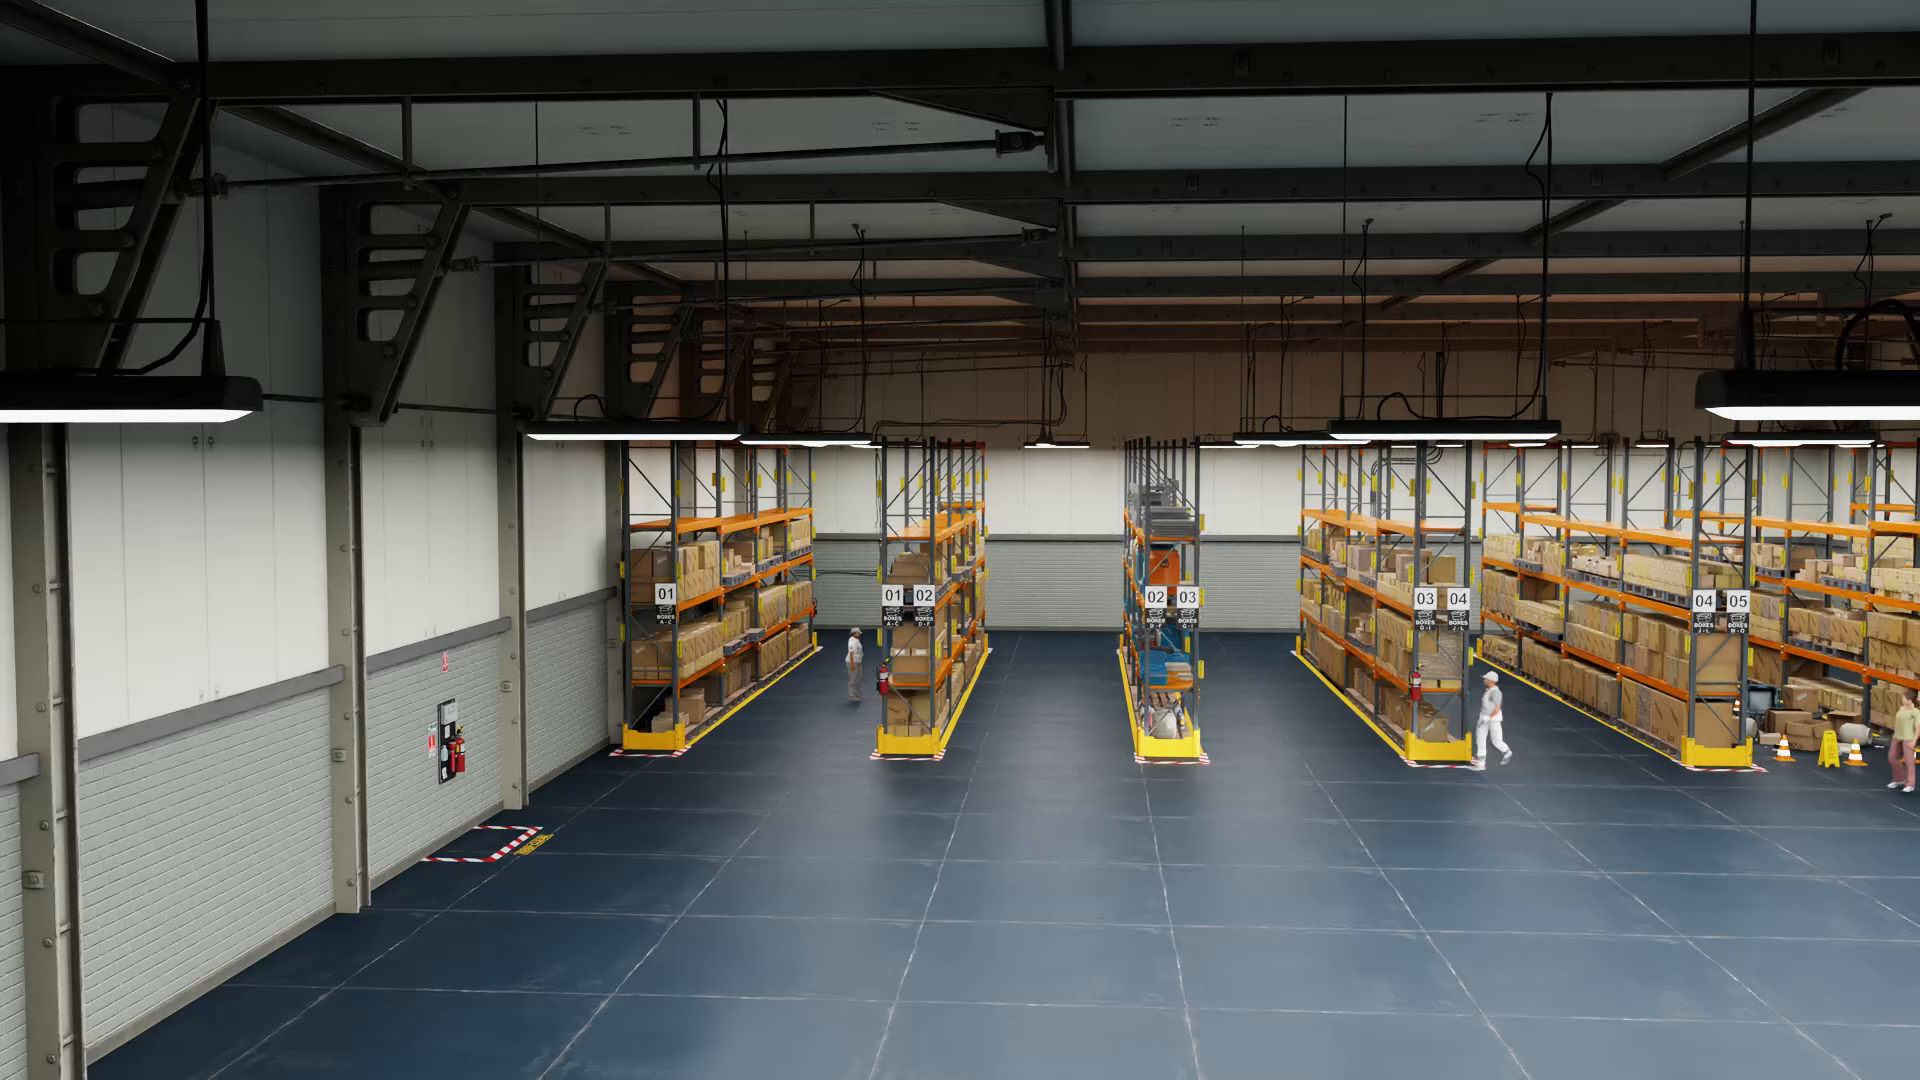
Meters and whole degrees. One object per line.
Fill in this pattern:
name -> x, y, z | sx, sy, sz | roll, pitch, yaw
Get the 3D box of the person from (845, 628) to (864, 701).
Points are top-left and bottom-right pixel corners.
person -> -2.432, 2.889, 38.309 | 0.401, 1.753, 0.546 | 1, 3, 10

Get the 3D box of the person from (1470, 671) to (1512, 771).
person -> 9.531, 3.228, 29.727 | 0.927, 1.763, 0.530 | -2, 4, -36

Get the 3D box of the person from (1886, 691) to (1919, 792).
person -> 15.915, 3.391, 28.065 | 0.407, 1.710, 0.579 | -1, 3, -22
